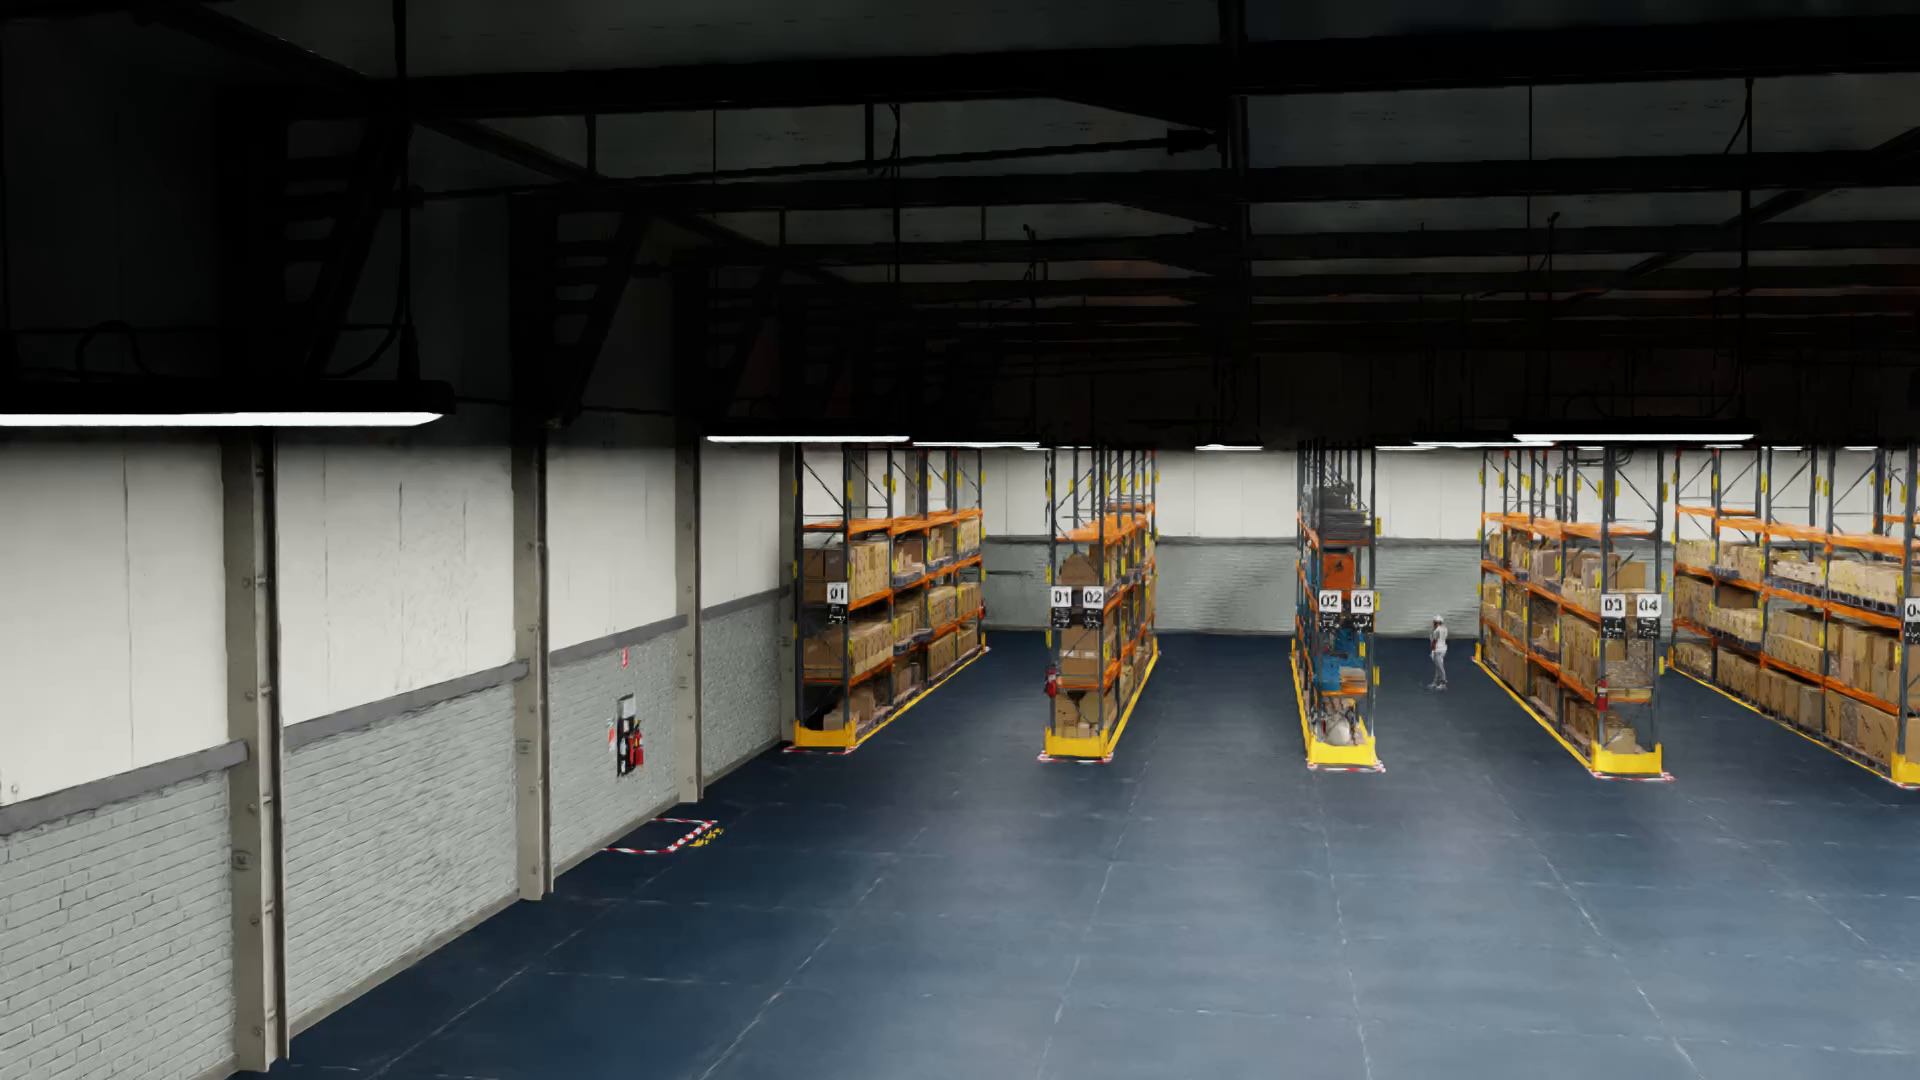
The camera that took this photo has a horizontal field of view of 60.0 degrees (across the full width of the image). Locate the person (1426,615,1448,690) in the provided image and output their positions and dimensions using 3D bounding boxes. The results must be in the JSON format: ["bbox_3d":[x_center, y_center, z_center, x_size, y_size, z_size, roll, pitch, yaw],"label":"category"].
[{"bbox_3d":[11.517,2.693,40.136,0.594,1.782,0.678,2,4,34],"label":"person"}]
